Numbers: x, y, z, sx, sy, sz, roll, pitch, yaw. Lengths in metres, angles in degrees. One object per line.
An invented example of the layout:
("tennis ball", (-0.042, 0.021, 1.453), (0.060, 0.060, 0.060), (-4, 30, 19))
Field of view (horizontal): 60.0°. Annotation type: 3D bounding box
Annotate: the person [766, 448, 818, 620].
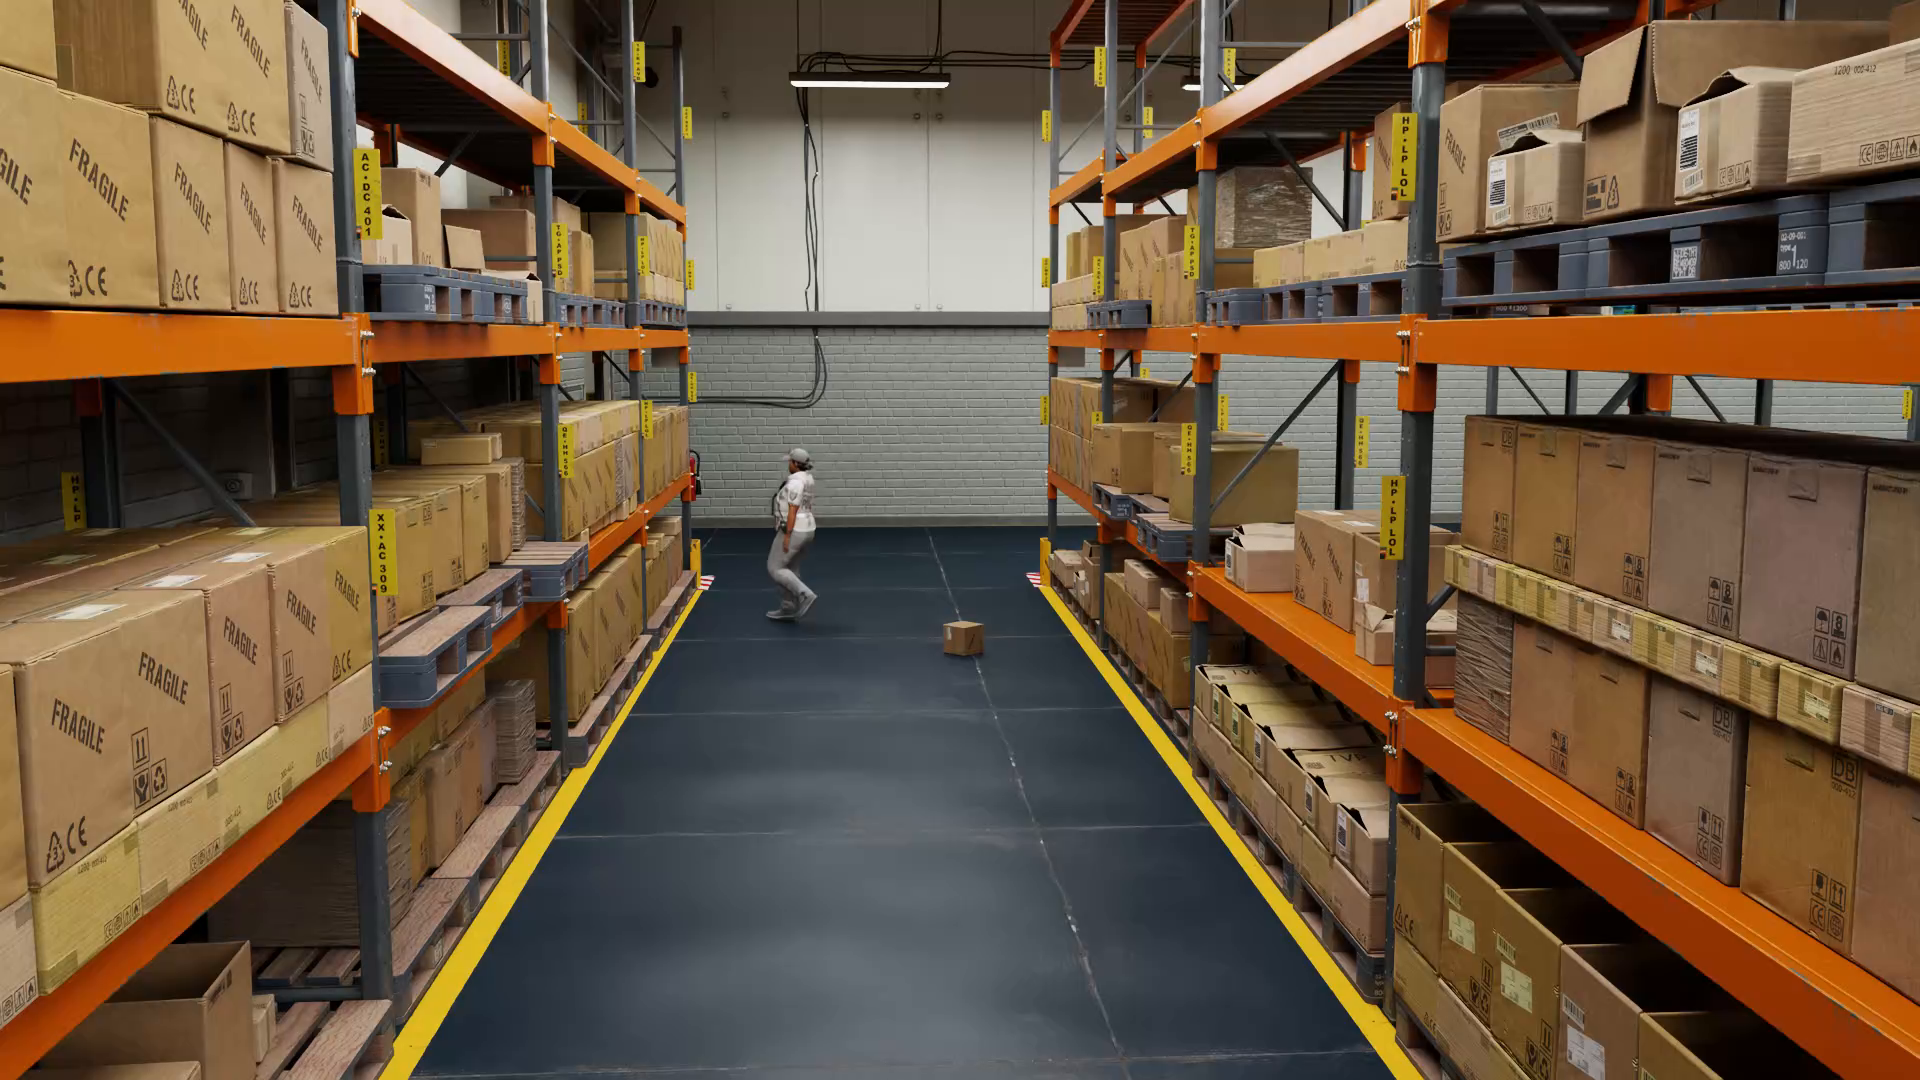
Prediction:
("person", (-1.619, -0.051, 15.985), (0.592, 1.661, 0.513), (1, 7, 12))
